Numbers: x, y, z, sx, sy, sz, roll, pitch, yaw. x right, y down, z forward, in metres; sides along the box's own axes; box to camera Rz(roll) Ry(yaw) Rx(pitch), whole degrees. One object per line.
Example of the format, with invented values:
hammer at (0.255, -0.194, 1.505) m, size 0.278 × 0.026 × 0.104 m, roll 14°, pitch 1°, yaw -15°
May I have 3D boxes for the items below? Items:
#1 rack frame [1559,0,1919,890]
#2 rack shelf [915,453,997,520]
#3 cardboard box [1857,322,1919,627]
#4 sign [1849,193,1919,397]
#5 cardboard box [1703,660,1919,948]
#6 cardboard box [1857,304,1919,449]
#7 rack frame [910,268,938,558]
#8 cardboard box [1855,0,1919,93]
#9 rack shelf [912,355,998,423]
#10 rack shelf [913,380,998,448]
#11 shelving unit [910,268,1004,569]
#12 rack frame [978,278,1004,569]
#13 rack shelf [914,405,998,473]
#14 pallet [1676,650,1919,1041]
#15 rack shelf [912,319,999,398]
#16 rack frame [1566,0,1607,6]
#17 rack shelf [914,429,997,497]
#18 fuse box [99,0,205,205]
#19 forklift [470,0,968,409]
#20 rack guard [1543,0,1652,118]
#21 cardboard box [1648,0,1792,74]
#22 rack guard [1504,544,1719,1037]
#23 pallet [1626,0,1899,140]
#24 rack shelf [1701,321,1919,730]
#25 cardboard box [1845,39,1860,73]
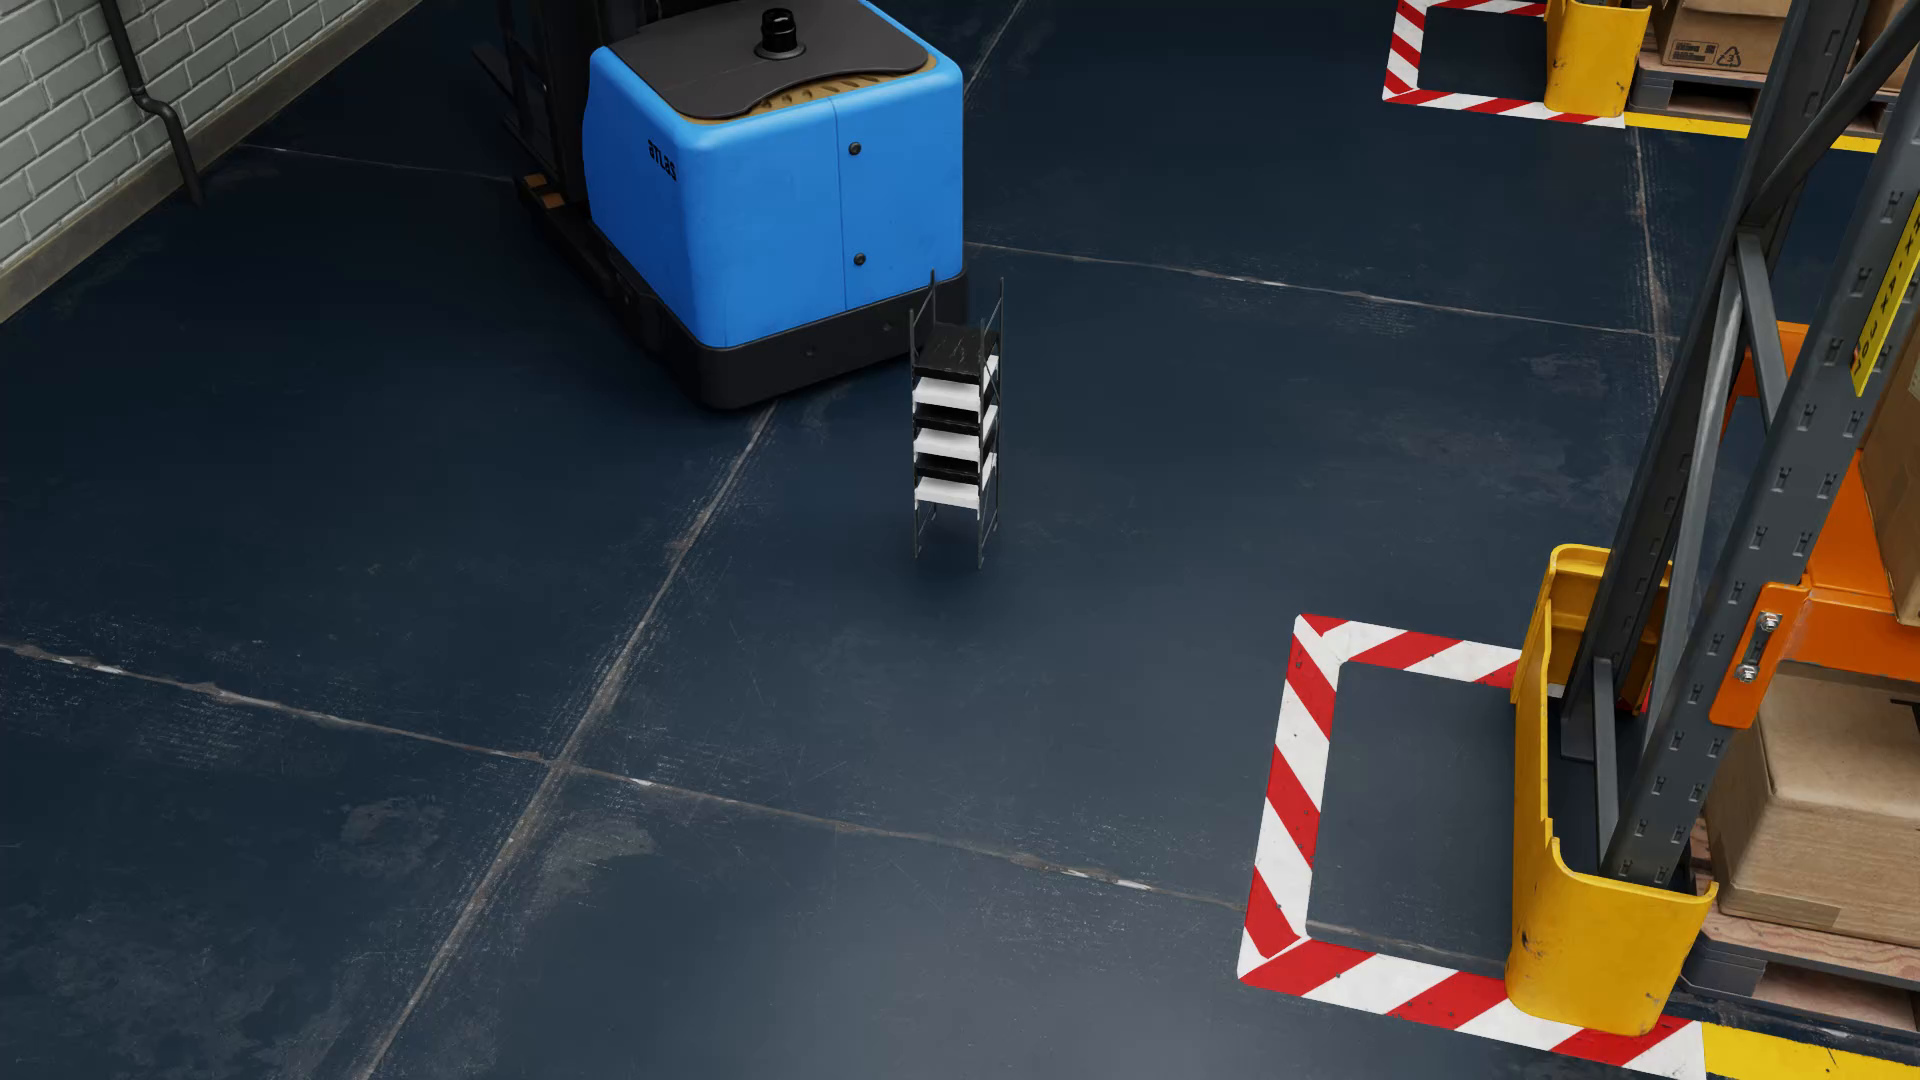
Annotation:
rack frame at (1.628, -0.369, 3.357) m, size 0.127 × 3.000 × 1.000 m, roll 10°, pitch 41°, yaw 11°
rack shelf at (-0.008, -0.183, 5.099) m, size 0.200 × 0.077 × 0.258 m, roll 10°, pitch 41°, yaw 11°
cardboard box at (2.017, -0.149, 3.018) m, size 0.500 × 0.500 × 0.500 m, roll 9°, pitch 41°, yaw 11°
sign at (1.478, -0.387, 2.644) m, size 0.005 × 0.325 × 0.100 m, roll 10°, pitch 41°, yaw 11°
cardboard box at (2.291, 0.499, 3.989) m, size 0.875 × 0.438 × 0.875 m, roll 8°, pitch 41°, yaw 10°
cardboard box at (2.162, -0.492, 3.425) m, size 0.500 × 0.500 × 0.500 m, roll 10°, pitch 41°, yaw 12°
rack frame at (-0.106, -0.363, 4.982) m, size 0.006 × 0.900 × 0.240 m, roll 10°, pitch 41°, yaw 11°
cardboard box at (4.289, -2.330, 7.309) m, size 0.500 × 0.500 × 0.700 m, roll 11°, pitch 41°, yaw 13°
rack shelf at (-0.008, -0.458, 4.868) m, size 0.200 × 0.077 × 0.258 m, roll 10°, pitch 41°, yaw 11°
rack shelf at (-0.008, -0.389, 4.926) m, size 0.200 × 0.077 × 0.258 m, roll 10°, pitch 41°, yaw 11°
shelving unit at (-0.008, -0.346, 4.962) m, size 0.210 × 0.900 × 0.258 m, roll 10°, pitch 41°, yaw 11°
rack frame at (0.090, -0.329, 4.942) m, size 0.006 × 0.900 × 0.240 m, roll 10°, pitch 41°, yaw 11°
rack shelf at (-0.008, -0.320, 4.984) m, size 0.200 × 0.077 × 0.258 m, roll 10°, pitch 41°, yaw 11°
pallet at (2.420, 0.783, 4.154) m, size 1.213 × 0.211 × 1.003 m, roll 10°, pitch 41°, yaw 11°
rack shelf at (-0.008, -0.527, 4.810) m, size 0.200 × 0.077 × 0.258 m, roll 10°, pitch 41°, yaw 11°
rack frame at (2.907, -3.453, 7.030) m, size 0.127 × 3.000 × 1.000 m, roll 10°, pitch 41°, yaw 11°
rack shelf at (-0.008, -0.252, 5.042) m, size 0.200 × 0.077 × 0.258 m, roll 10°, pitch 41°, yaw 11°
fuse box at (-3.142, -2.079, 6.395) m, size 0.414 × 1.711 × 0.539 m, roll 10°, pitch 41°, yaw 11°
forklift at (-1.166, -2.494, 5.941) m, size 1.130 × 2.935 × 3.031 m, roll -21°, pitch 44°, yaw -23°
rack guard at (2.980, -2.484, 7.819) m, size 0.348 × 0.500 × 1.175 m, roll 10°, pitch 41°, yaw 11°
cardboard box at (3.473, -2.498, 7.506) m, size 0.637 × 0.503 × 0.797 m, roll 8°, pitch 41°, yaw 10°
rack guard at (1.604, 0.584, 4.166) m, size 0.348 × 0.500 × 1.175 m, roll 10°, pitch 41°, yaw 11°
pallet at (3.751, -2.241, 7.754) m, size 1.213 × 0.211 × 1.003 m, roll 10°, pitch 41°, yaw 11°
rack shelf at (3.560, 0.239, 3.193) m, size 4.000 × 0.370 × 1.077 m, roll 10°, pitch 41°, yaw 11°
cardboard box at (3.874, -2.267, 7.507) m, size 0.250 × 0.149 × 0.380 m, roll 8°, pitch 41°, yaw 10°
